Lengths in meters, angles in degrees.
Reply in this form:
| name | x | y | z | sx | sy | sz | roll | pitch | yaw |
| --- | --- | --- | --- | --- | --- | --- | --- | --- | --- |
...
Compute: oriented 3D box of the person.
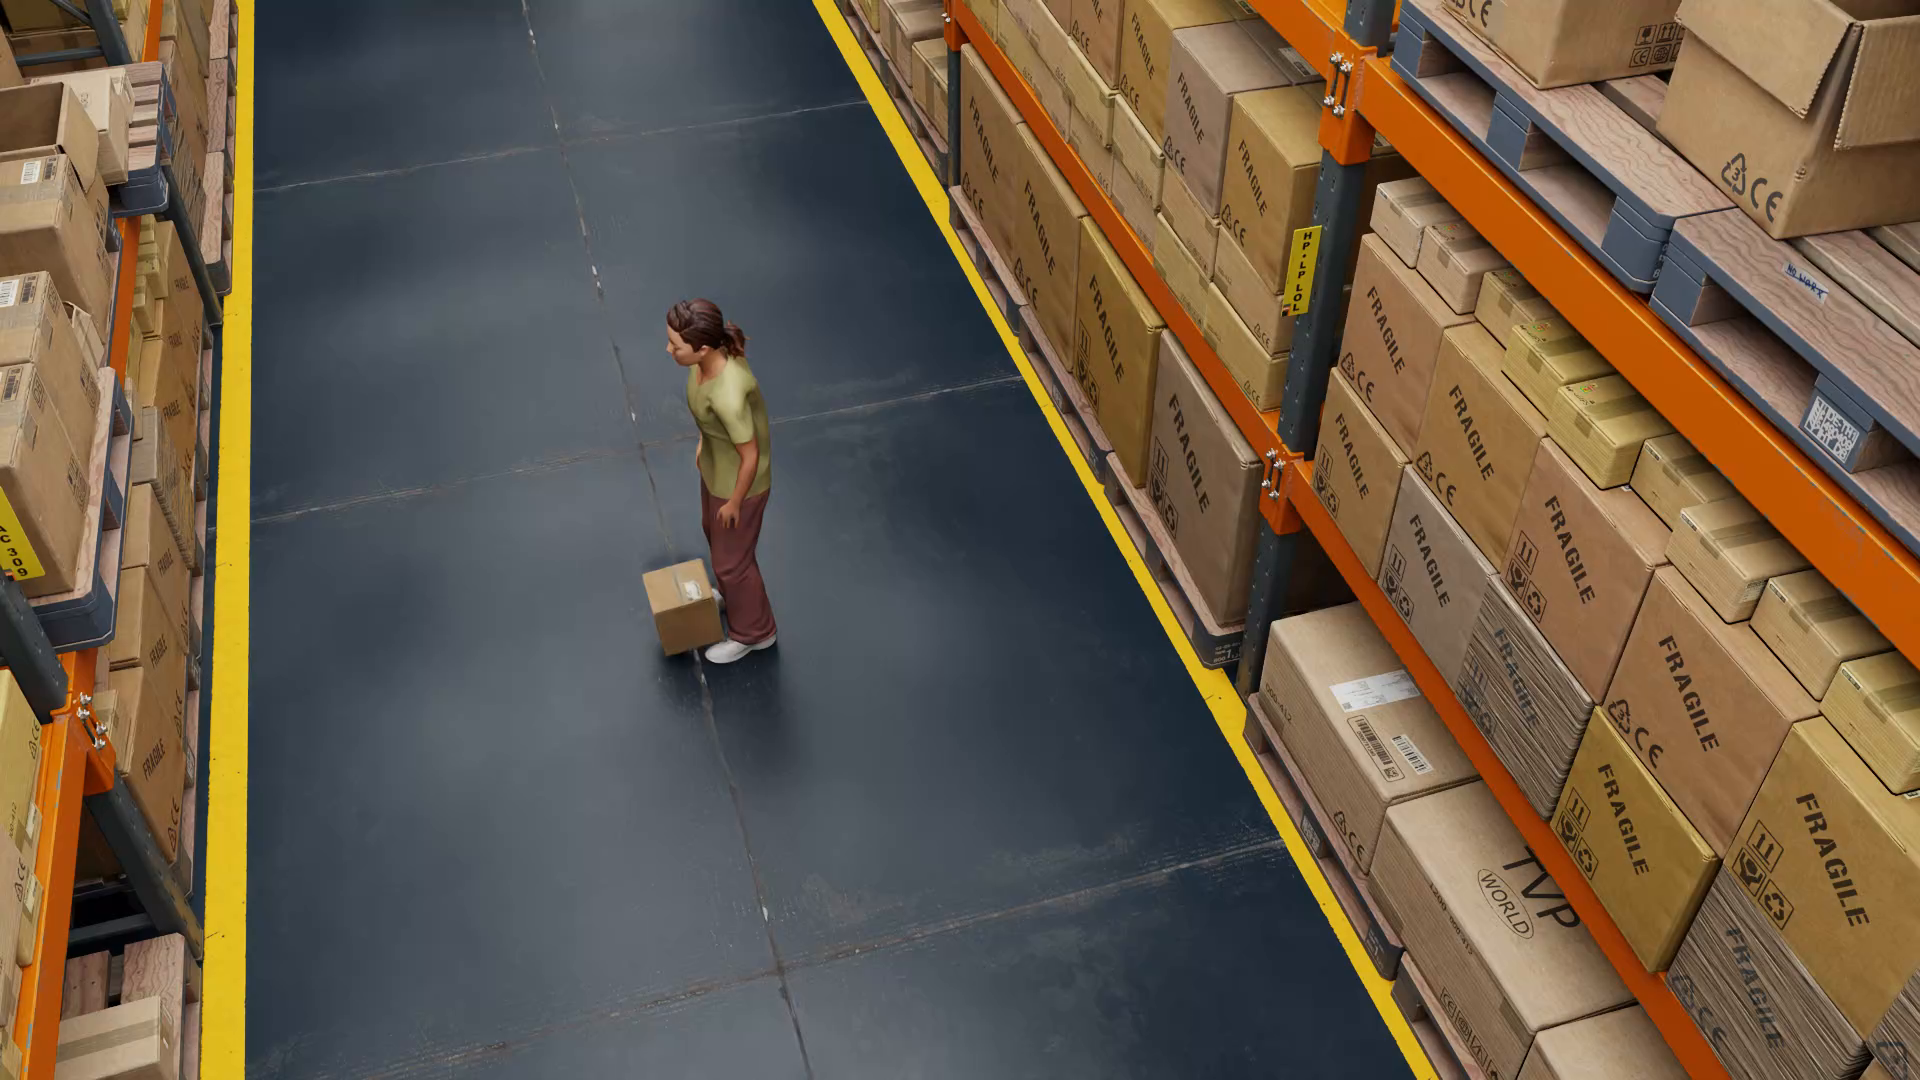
| name | x | y | z | sx | sy | sz | roll | pitch | yaw |
| --- | --- | --- | --- | --- | --- | --- | --- | --- | --- |
| person | -0.911 | -0.235 | 6.418 | 0.372 | 1.674 | 0.489 | -13 | 44 | -14 |
